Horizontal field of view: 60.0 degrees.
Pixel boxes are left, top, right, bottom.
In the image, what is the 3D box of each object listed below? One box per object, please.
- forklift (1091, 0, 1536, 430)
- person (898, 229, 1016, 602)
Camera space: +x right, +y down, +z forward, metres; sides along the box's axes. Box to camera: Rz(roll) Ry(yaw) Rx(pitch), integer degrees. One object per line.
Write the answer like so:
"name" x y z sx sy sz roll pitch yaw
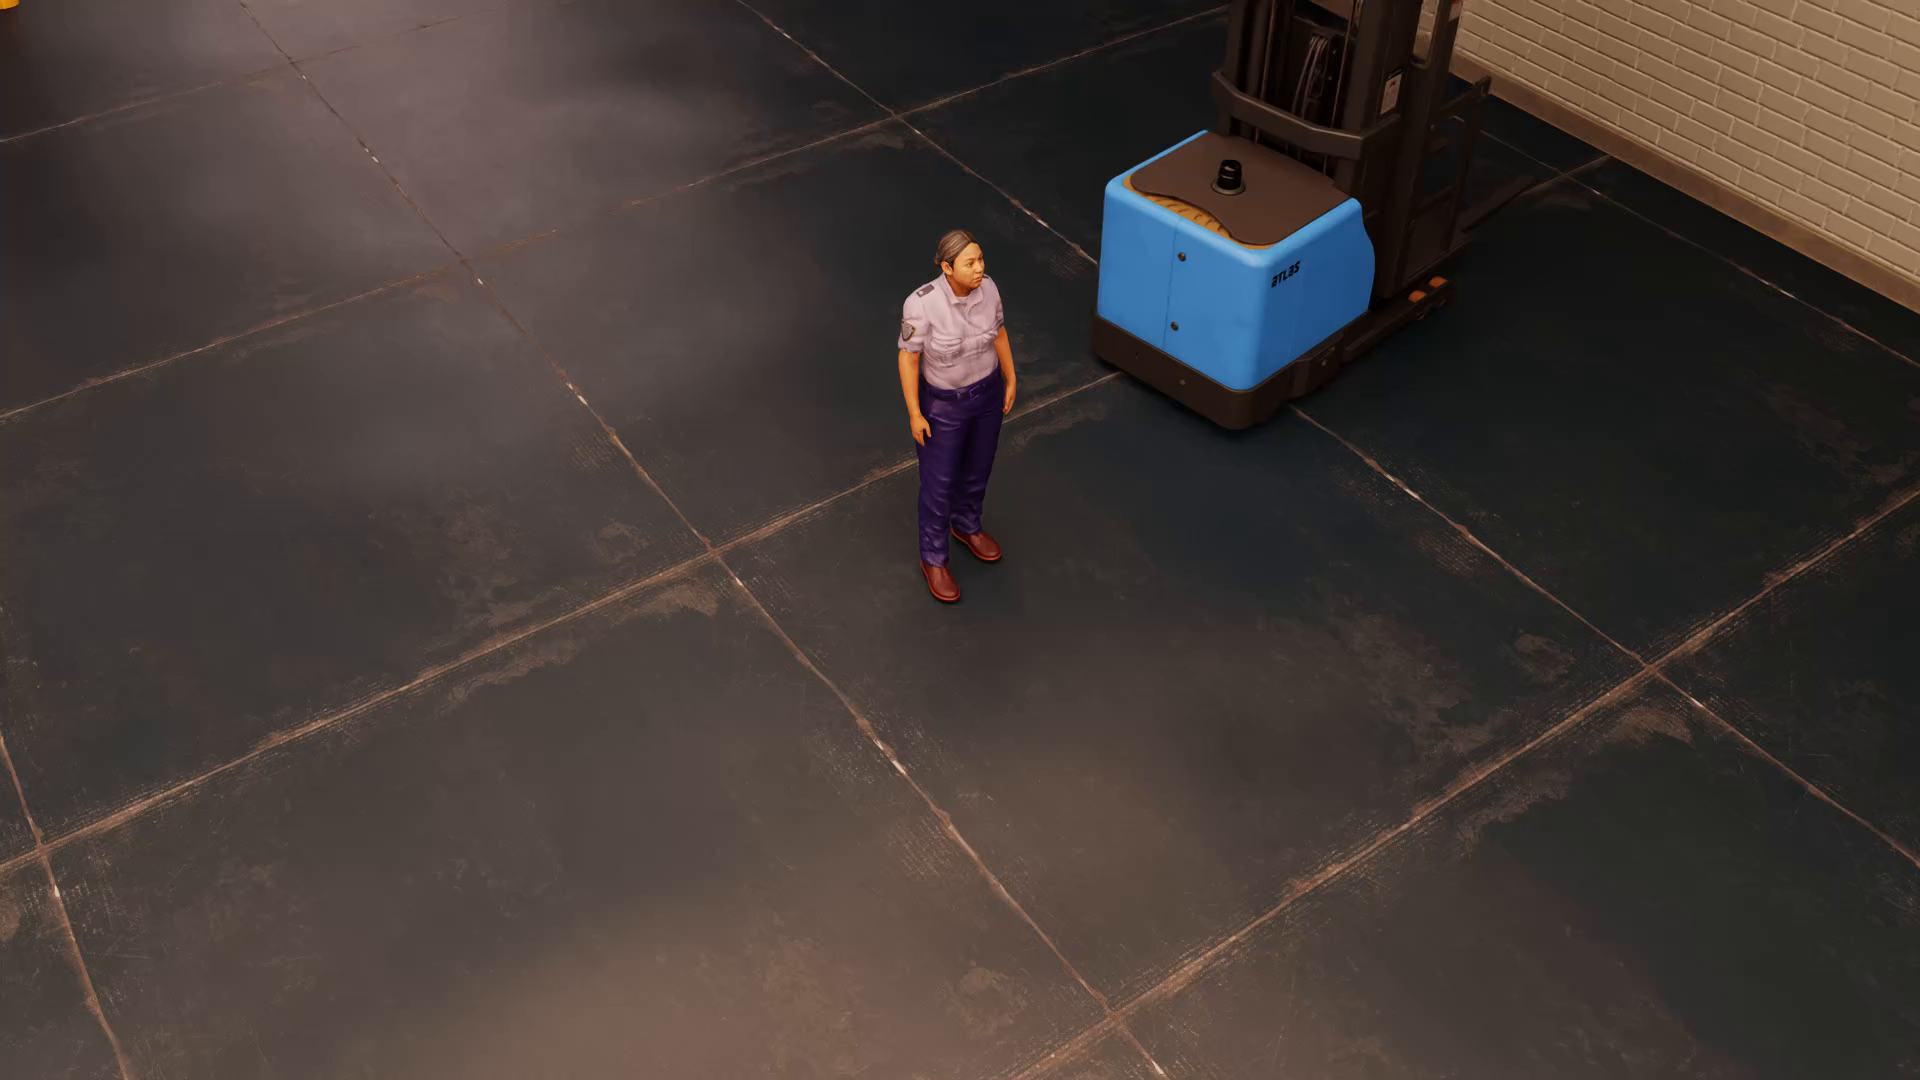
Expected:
"forklift" 2.110 -2.519 8.448 3.031 2.935 1.130 -33 52 -31
"person" 0.033 -0.550 7.254 0.599 1.642 0.503 -25 48 -25
